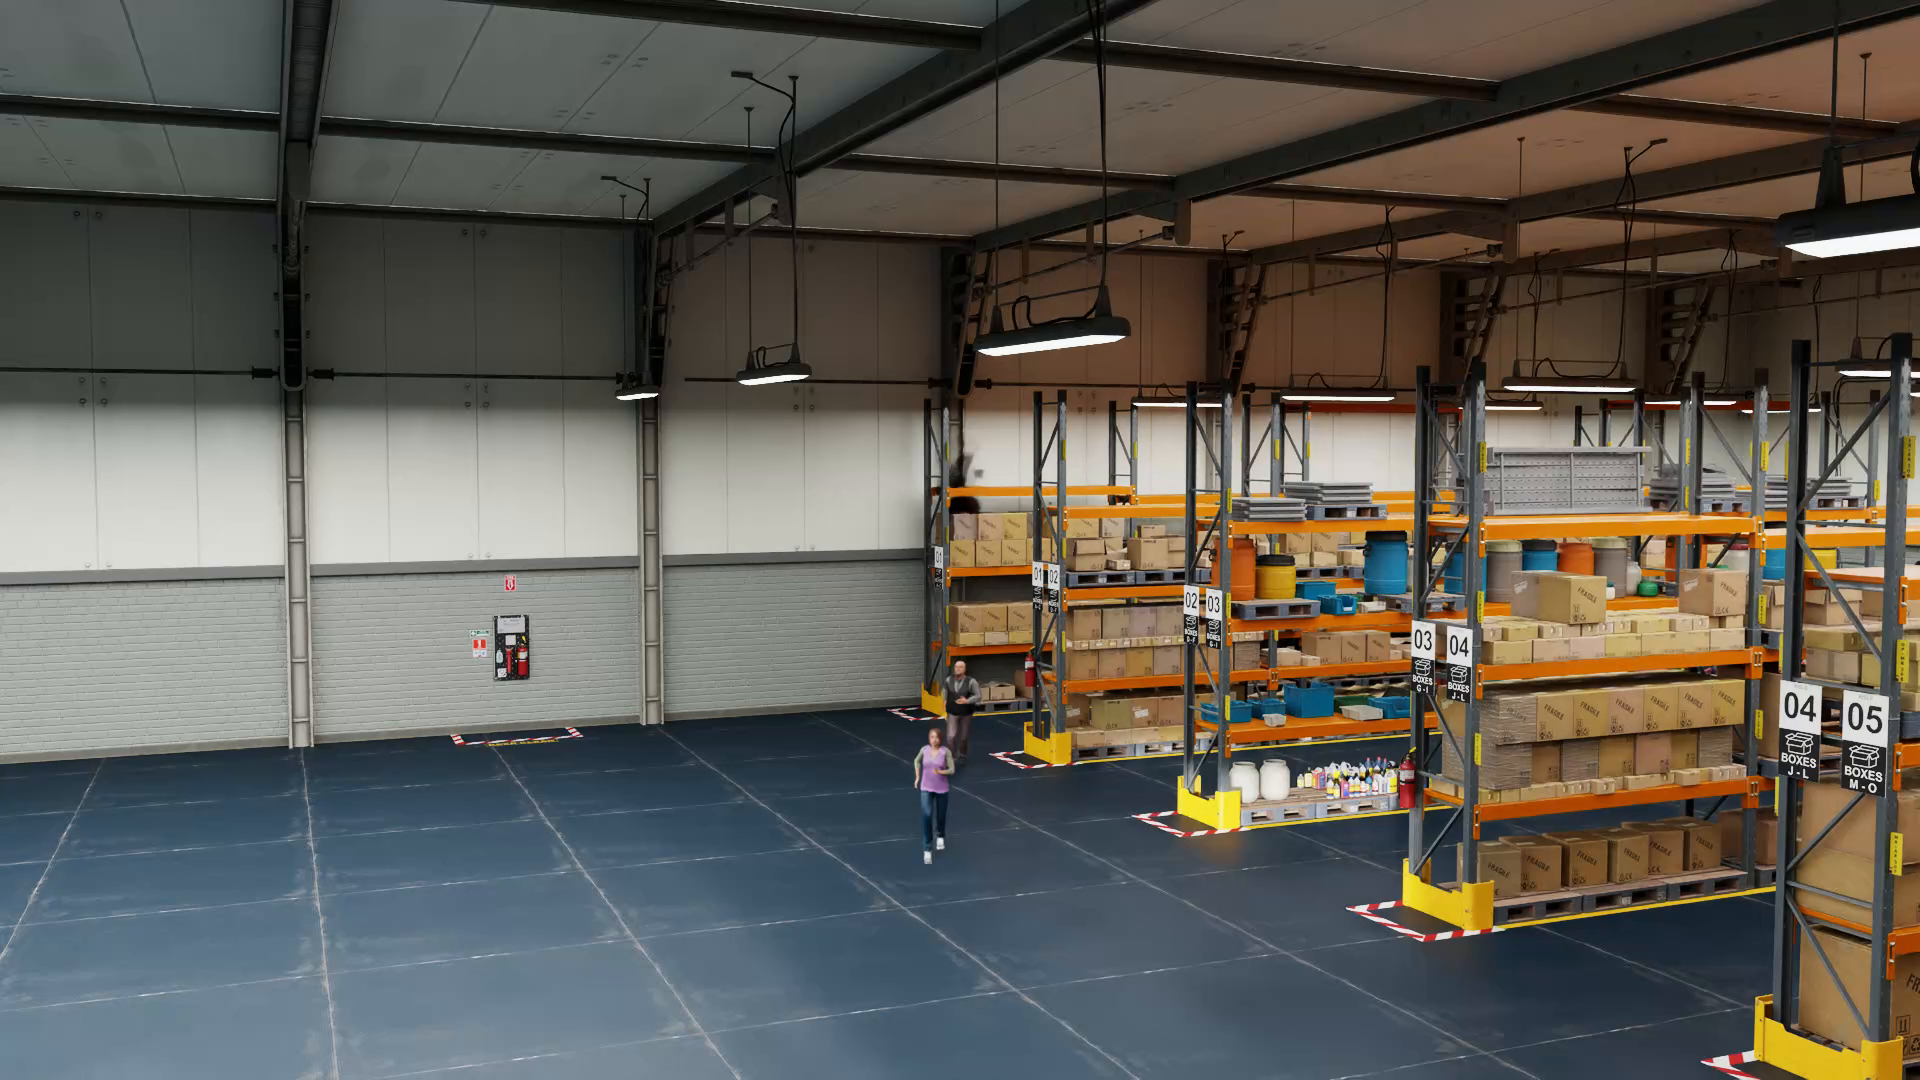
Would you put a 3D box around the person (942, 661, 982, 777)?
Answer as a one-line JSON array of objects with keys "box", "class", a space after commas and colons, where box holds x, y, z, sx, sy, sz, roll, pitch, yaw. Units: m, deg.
[{"box": [0.024, 2.758, 26.027, 0.653, 1.752, 0.865, 0, 3, 7], "class": "person"}]

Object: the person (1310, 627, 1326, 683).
[{"box": [6.853, 2.450, 31.775, 0.925, 1.665, 0.606, -2, 4, -36], "class": "person"}]

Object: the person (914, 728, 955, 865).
[{"box": [-0.317, 3.149, 20.639, 0.514, 1.610, 0.757, 0, 3, 1], "class": "person"}]
